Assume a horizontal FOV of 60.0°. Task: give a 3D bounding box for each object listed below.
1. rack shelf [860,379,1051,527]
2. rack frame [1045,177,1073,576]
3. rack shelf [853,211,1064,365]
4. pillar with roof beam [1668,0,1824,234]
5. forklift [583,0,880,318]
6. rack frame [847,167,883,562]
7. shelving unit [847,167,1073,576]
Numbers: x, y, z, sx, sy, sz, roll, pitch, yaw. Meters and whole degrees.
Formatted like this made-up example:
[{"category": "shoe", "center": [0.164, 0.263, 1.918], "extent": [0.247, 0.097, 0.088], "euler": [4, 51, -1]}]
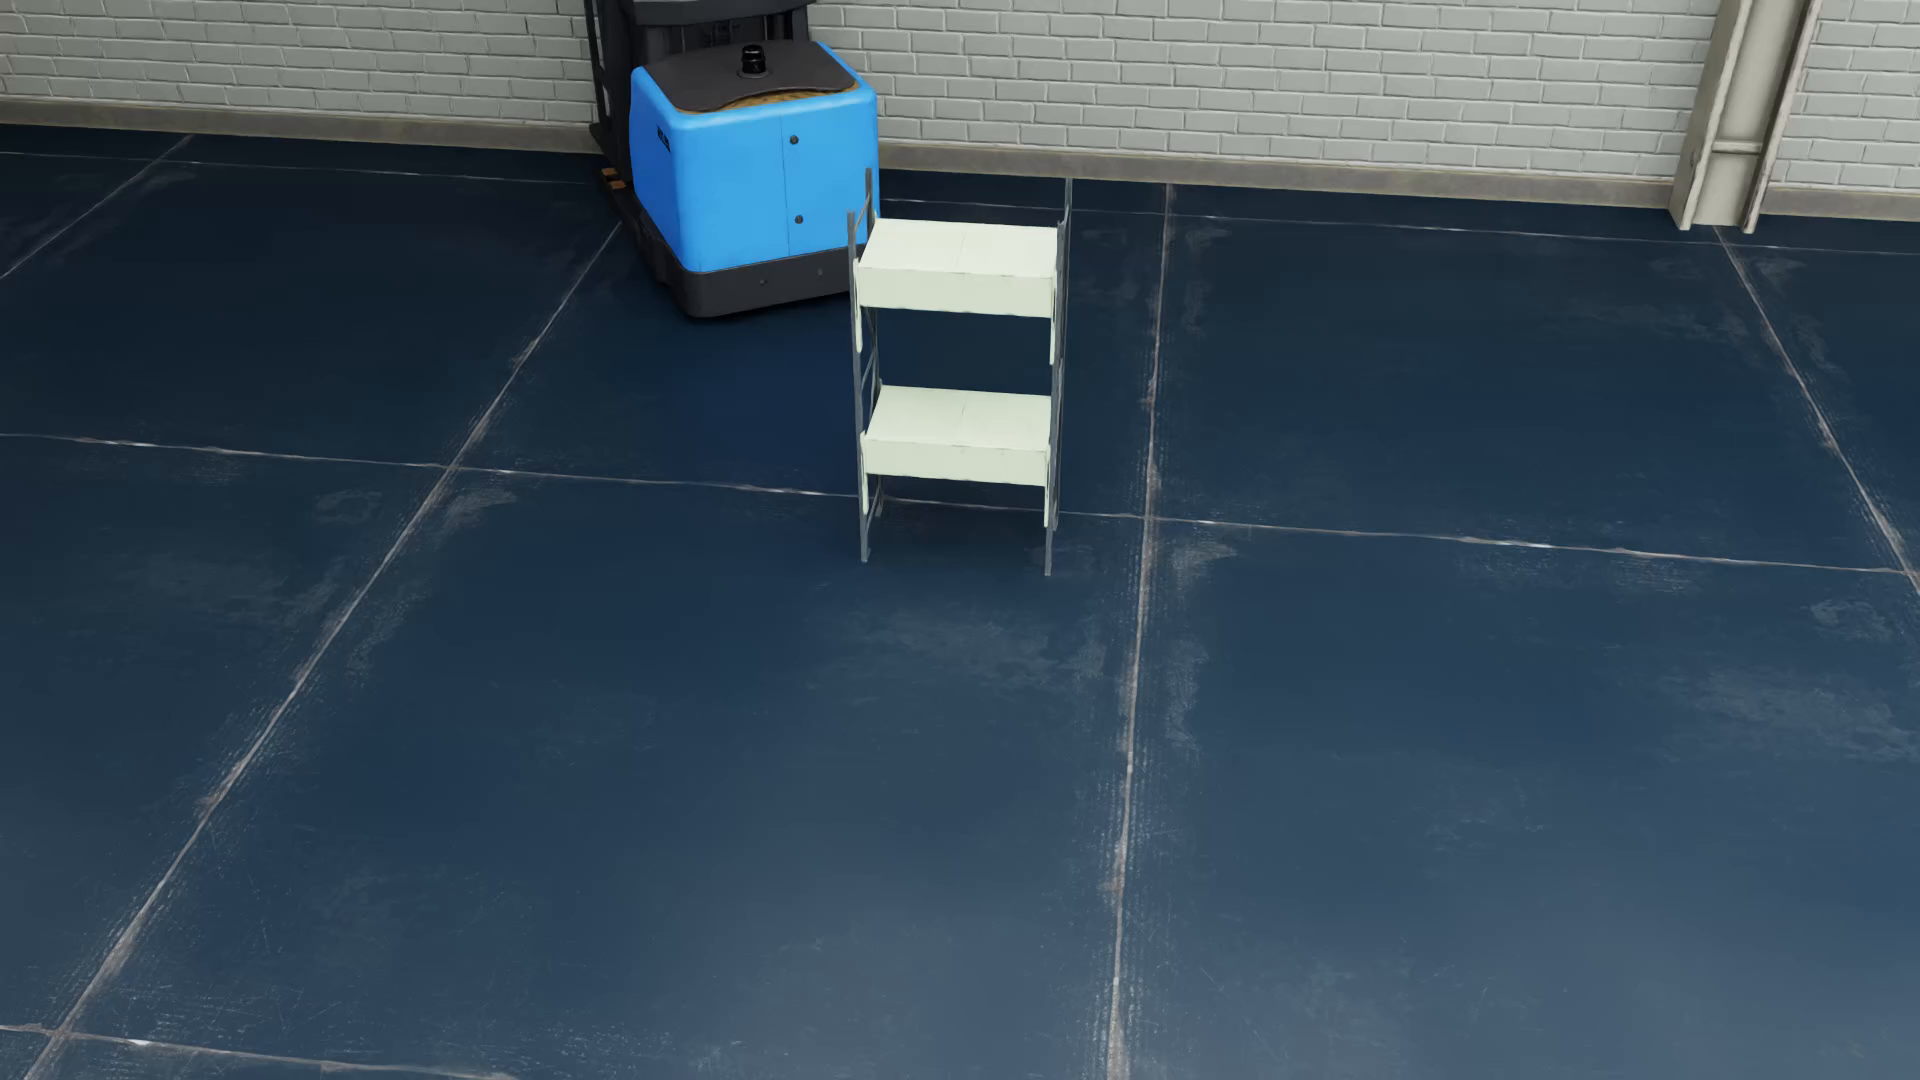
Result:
[{"category": "rack shelf", "center": [0.007, -0.345, 6.503], "extent": [0.720, 0.370, 0.431], "euler": [4, 36, 6]}, {"category": "rack frame", "center": [0.370, -0.583, 6.276], "extent": [0.023, 1.500, 0.400], "euler": [4, 36, 6]}, {"category": "rack shelf", "center": [0.007, -0.928, 6.087], "extent": [0.720, 0.370, 0.431], "euler": [4, 36, 6]}, {"category": "pillar with roof beam", "center": [3.620, -2.963, 3.155], "extent": [0.400, 9.000, 9.100], "euler": [4, 36, 6]}, {"category": "forklift", "center": [-1.426, -3.133, 8.616], "extent": [1.130, 2.935, 3.031], "euler": [-14, 38, -19]}, {"category": "rack frame", "center": [-0.356, -0.637, 6.352], "extent": [0.023, 1.500, 0.400], "euler": [4, 36, 6]}, {"category": "shelving unit", "center": [0.007, -0.610, 6.314], "extent": [0.755, 1.500, 0.431], "euler": [4, 36, 6]}]
